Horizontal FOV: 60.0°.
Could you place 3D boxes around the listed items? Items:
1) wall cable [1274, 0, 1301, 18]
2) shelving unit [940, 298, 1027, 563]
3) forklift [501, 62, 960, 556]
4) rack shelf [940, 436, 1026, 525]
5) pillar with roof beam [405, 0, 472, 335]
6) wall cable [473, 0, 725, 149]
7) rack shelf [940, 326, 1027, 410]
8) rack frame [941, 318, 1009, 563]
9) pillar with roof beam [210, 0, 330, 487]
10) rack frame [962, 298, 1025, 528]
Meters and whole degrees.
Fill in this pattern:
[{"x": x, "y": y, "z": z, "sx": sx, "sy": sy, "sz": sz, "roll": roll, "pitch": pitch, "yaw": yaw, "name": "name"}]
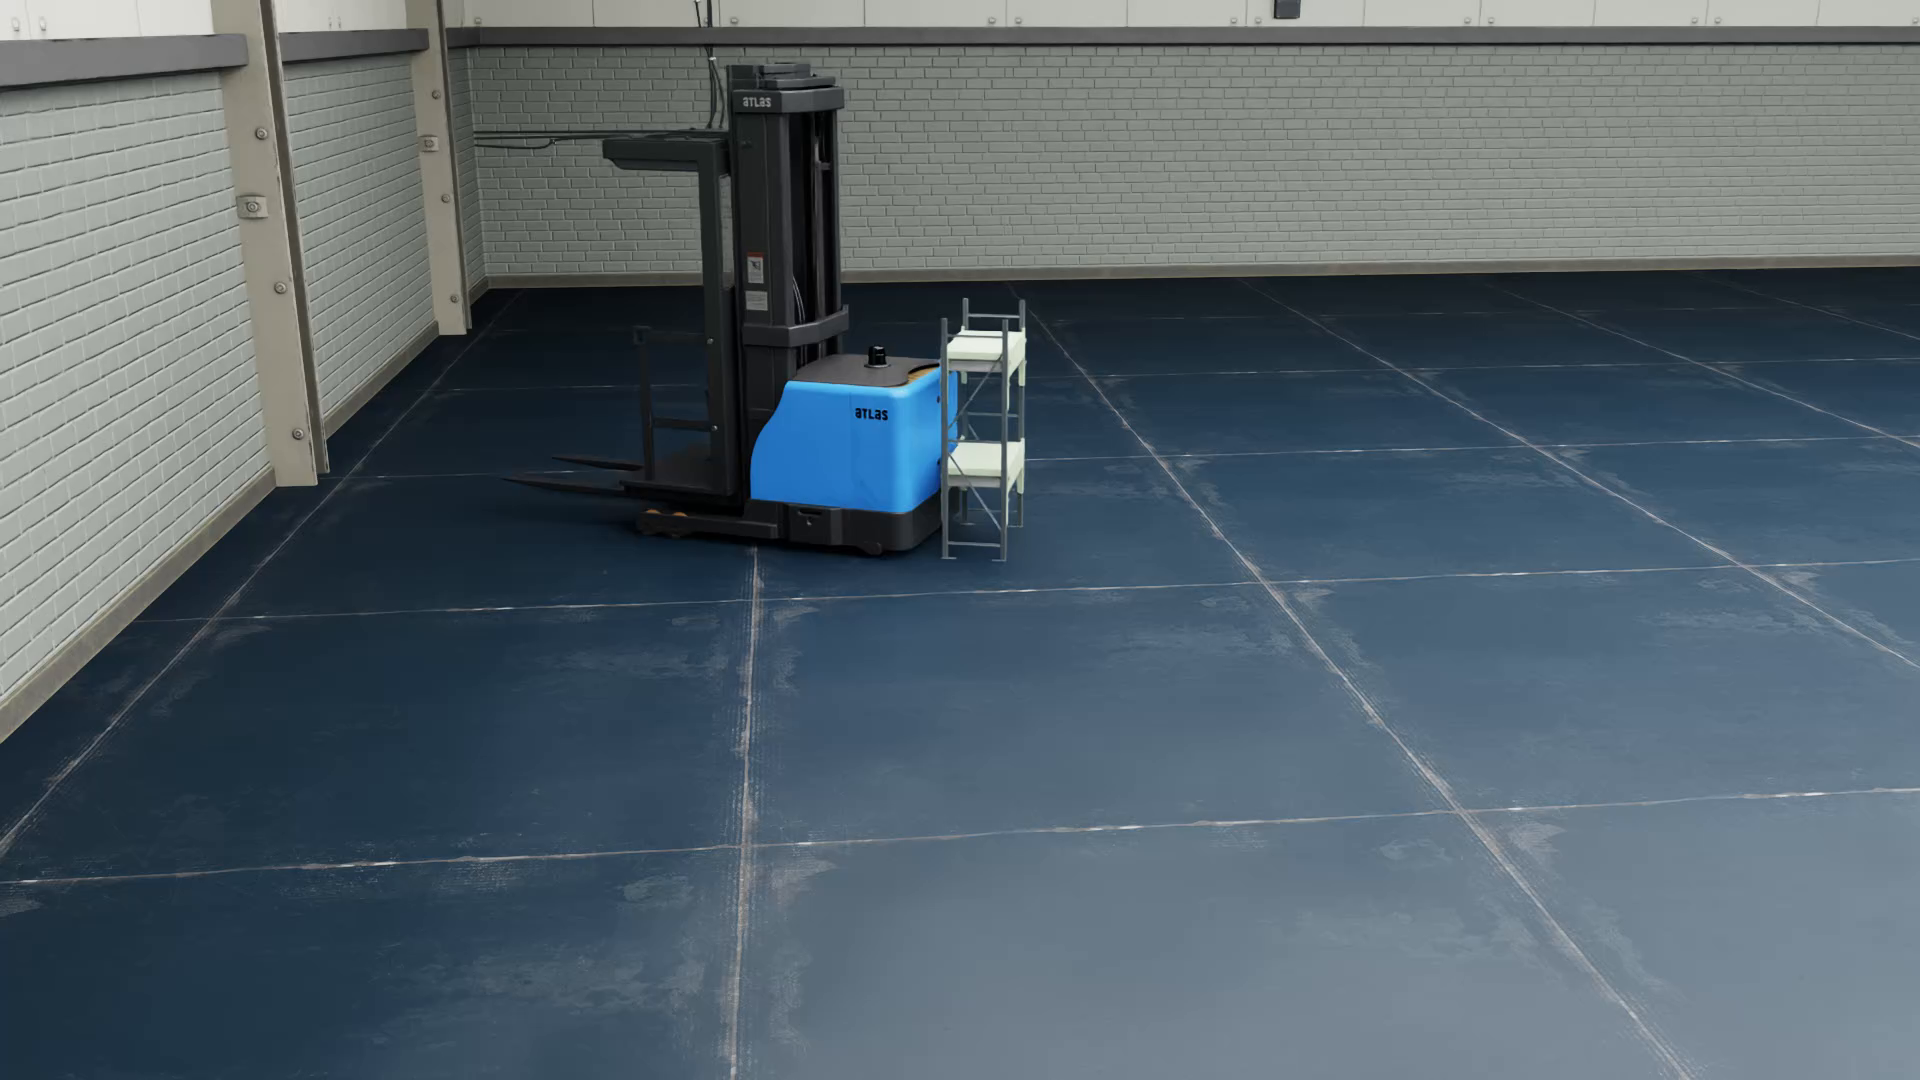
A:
[{"x": 5.044, "y": -9.356, "z": 19.777, "sx": 2.305, "sy": 6.003, "sz": 0.169, "roll": -2, "pitch": 18, "yaw": -6, "name": "wall cable"}, {"x": 0.151, "y": -0.698, "z": 10.396, "sx": 0.431, "sy": 1.500, "sz": 0.755, "roll": 3, "pitch": 18, "yaw": 9, "name": "shelving unit"}, {"x": -1.576, "y": -1.551, "z": 10.723, "sx": 3.031, "sy": 2.935, "sz": 1.130, "roll": 6, "pitch": 18, "yaw": 18, "name": "forklift"}, {"x": 0.151, "y": -0.387, "z": 10.494, "sx": 0.431, "sy": 0.370, "sz": 0.720, "roll": 3, "pitch": 18, "yaw": 9, "name": "rack shelf"}, {"x": -1.130, "y": -6.659, "z": 16.865, "sx": 9.100, "sy": 9.000, "sz": 0.400, "roll": -2, "pitch": 18, "yaw": -6, "name": "pillar with roof beam"}, {"x": -4.401, "y": -5.963, "z": 19.833, "sx": 3.097, "sy": 2.526, "sz": 0.112, "roll": -2, "pitch": 18, "yaw": -6, "name": "wall cable"}, {"x": 0.151, "y": -1.070, "z": 10.280, "sx": 0.431, "sy": 0.370, "sz": 0.720, "roll": 3, "pitch": 18, "yaw": 9, "name": "rack shelf"}, {"x": 0.088, "y": -0.590, "z": 10.052, "sx": 0.400, "sy": 1.500, "sz": 0.023, "roll": 3, "pitch": 18, "yaw": 9, "name": "rack frame"}, {"x": -0.511, "y": -4.872, "z": 11.171, "sx": 9.100, "sy": 9.000, "sz": 0.400, "roll": -2, "pitch": 18, "yaw": -6, "name": "pillar with roof beam"}, {"x": 0.214, "y": -0.806, "z": 10.740, "sx": 0.400, "sy": 1.500, "sz": 0.023, "roll": 3, "pitch": 18, "yaw": 9, "name": "rack frame"}]
